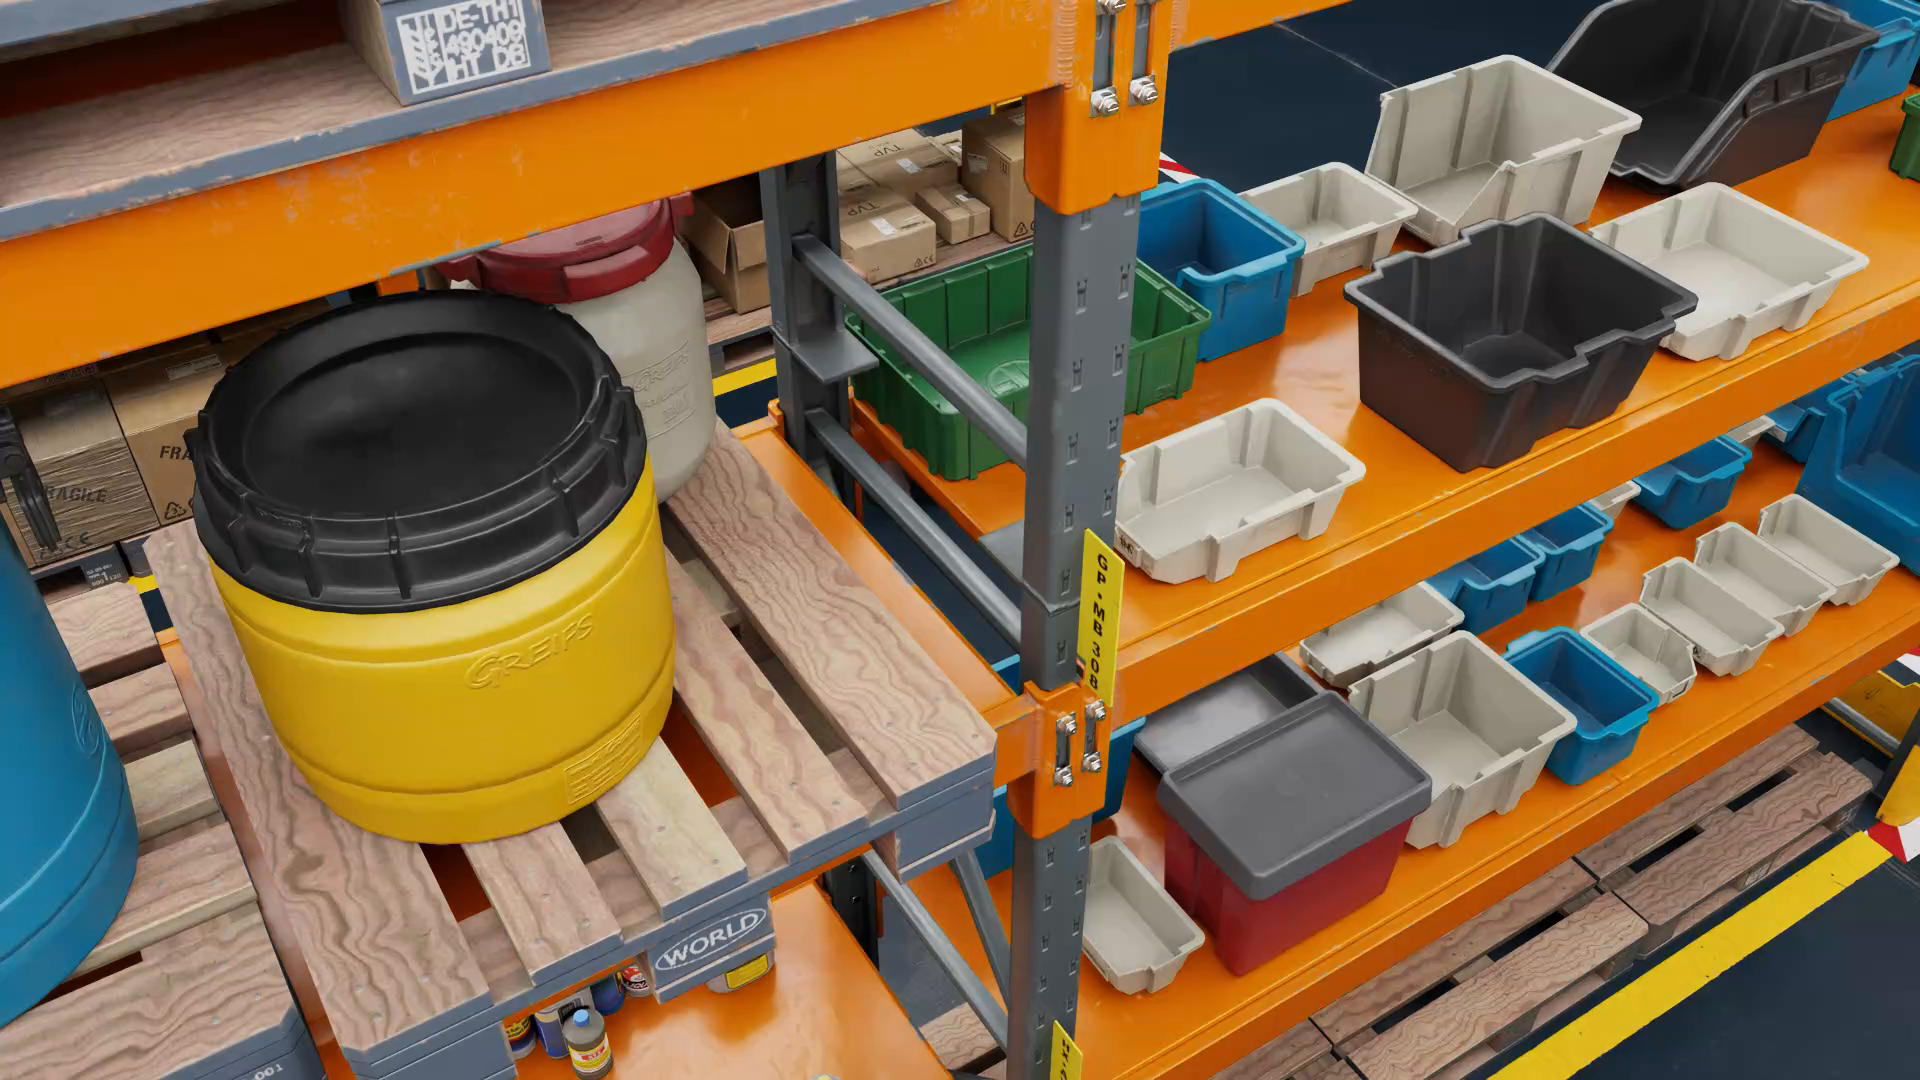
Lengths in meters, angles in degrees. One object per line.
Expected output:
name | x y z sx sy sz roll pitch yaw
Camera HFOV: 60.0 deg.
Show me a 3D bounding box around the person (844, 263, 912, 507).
person | -0.306 -0.653 7.467 0.550 1.043 0.848 -23 45 -24
